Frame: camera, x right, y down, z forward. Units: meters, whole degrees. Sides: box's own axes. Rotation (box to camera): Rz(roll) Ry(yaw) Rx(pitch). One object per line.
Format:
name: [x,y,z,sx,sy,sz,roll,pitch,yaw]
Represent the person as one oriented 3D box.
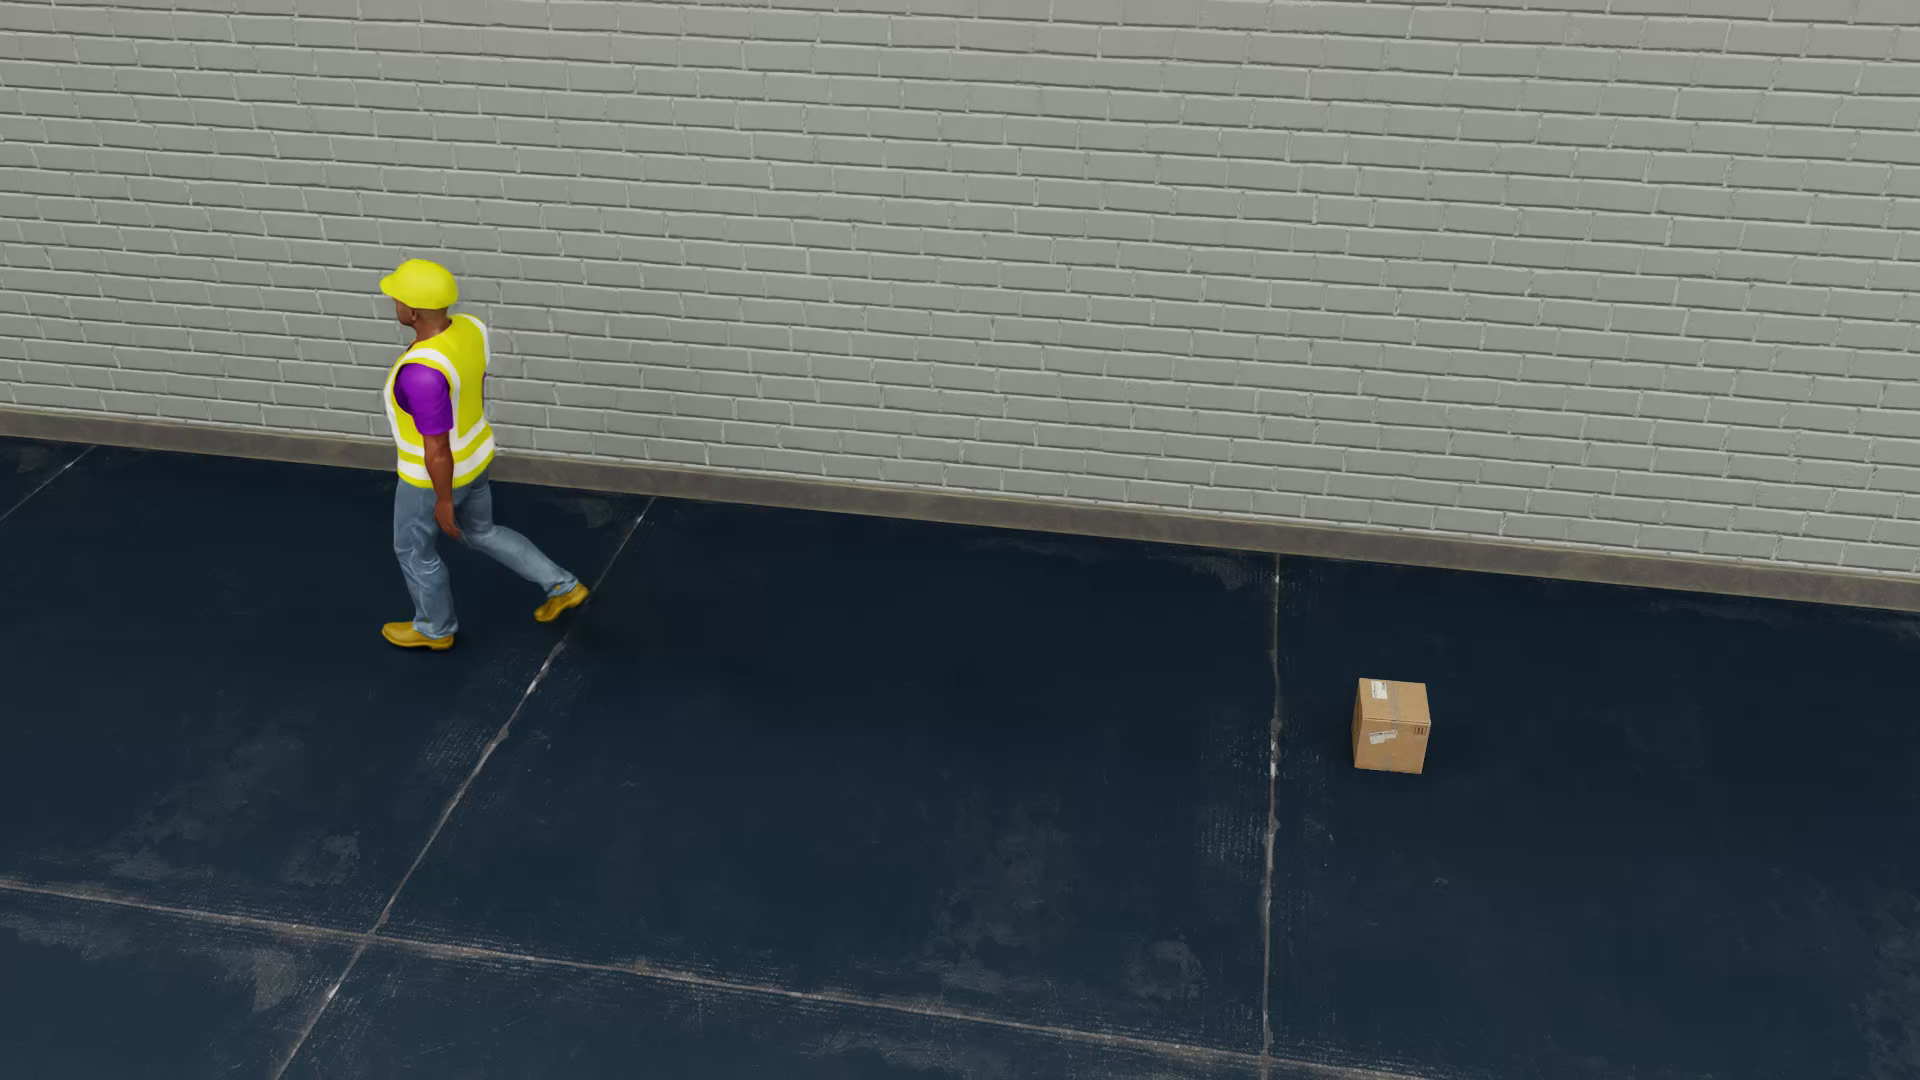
person: [-1.995,-0.310,6.600,0.880,1.741,0.569,6,33,10]
